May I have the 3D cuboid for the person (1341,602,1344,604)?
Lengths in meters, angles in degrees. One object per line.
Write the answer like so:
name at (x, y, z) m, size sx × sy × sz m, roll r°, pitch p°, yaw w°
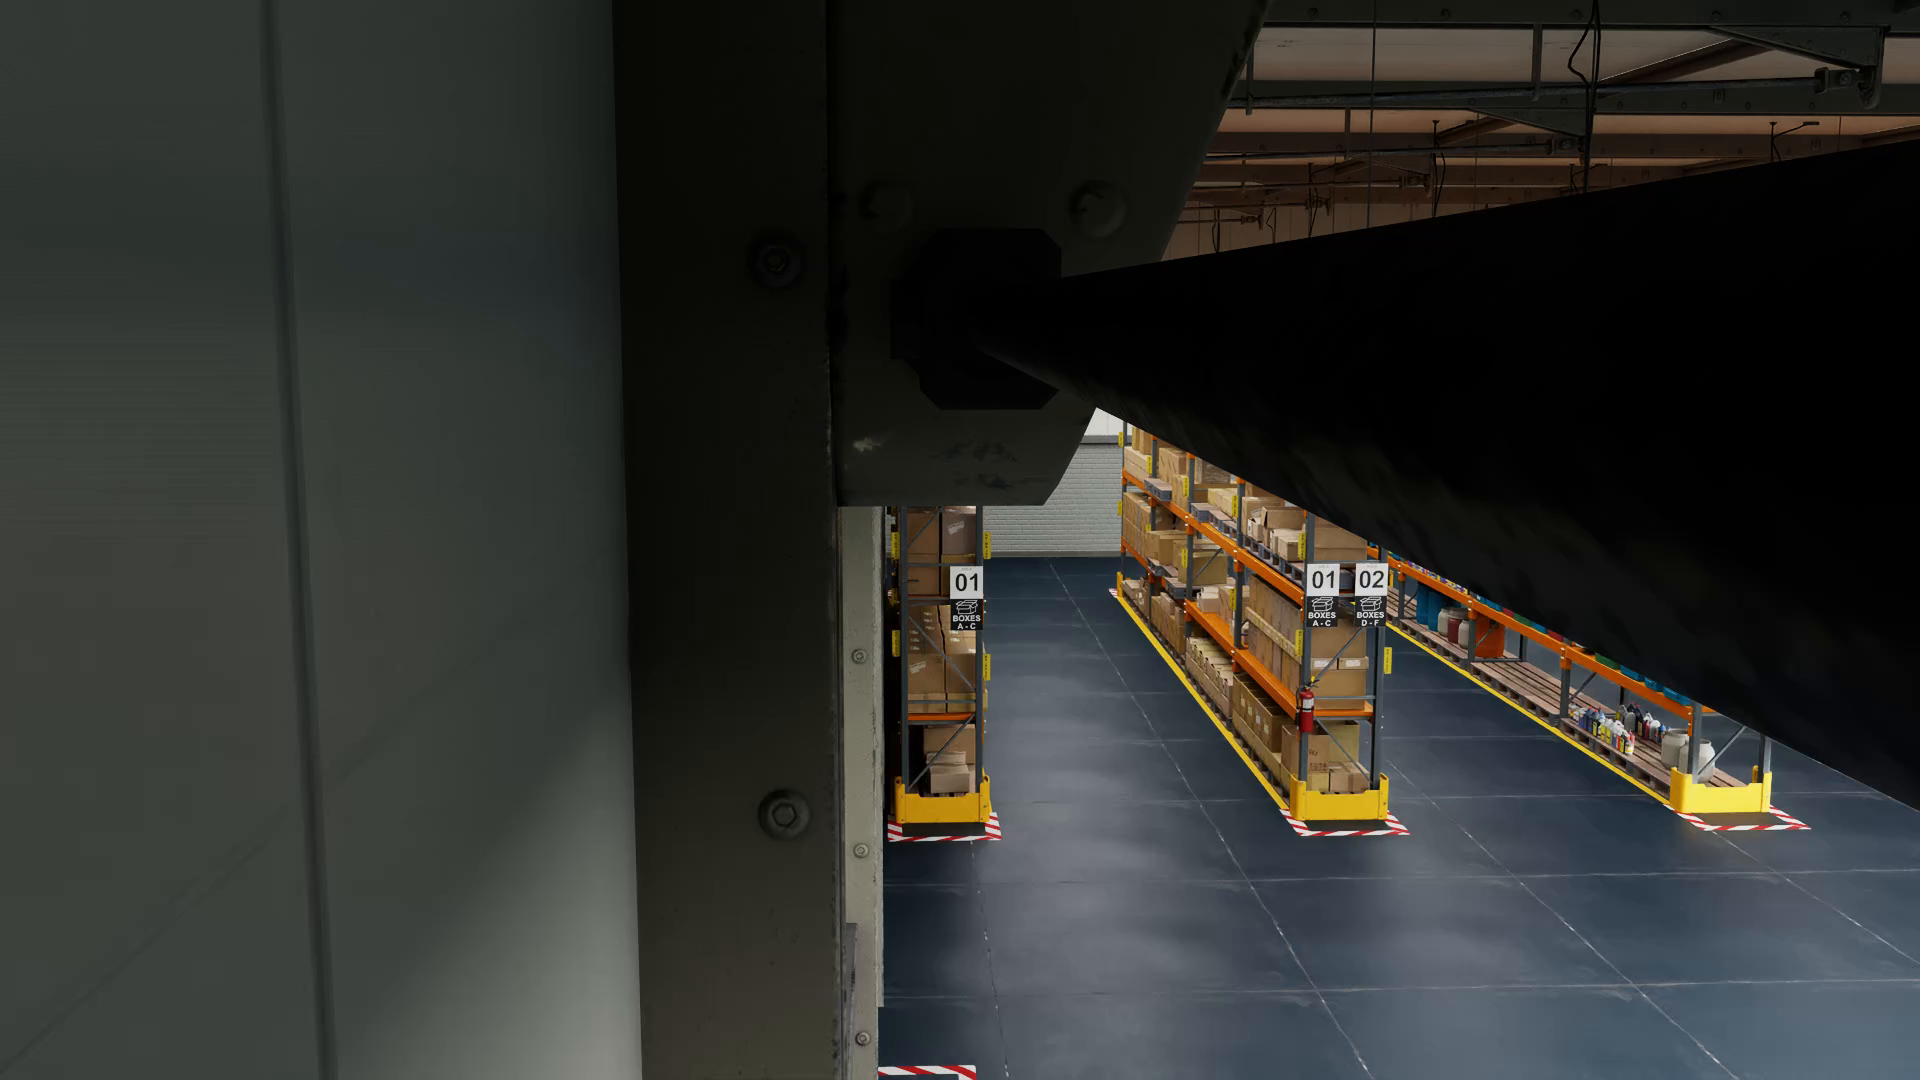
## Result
person at (6.765, 1.256, 30.377) m, size 0.567 × 1.654 × 0.881 m, roll -2°, pitch 8°, yaw -15°
